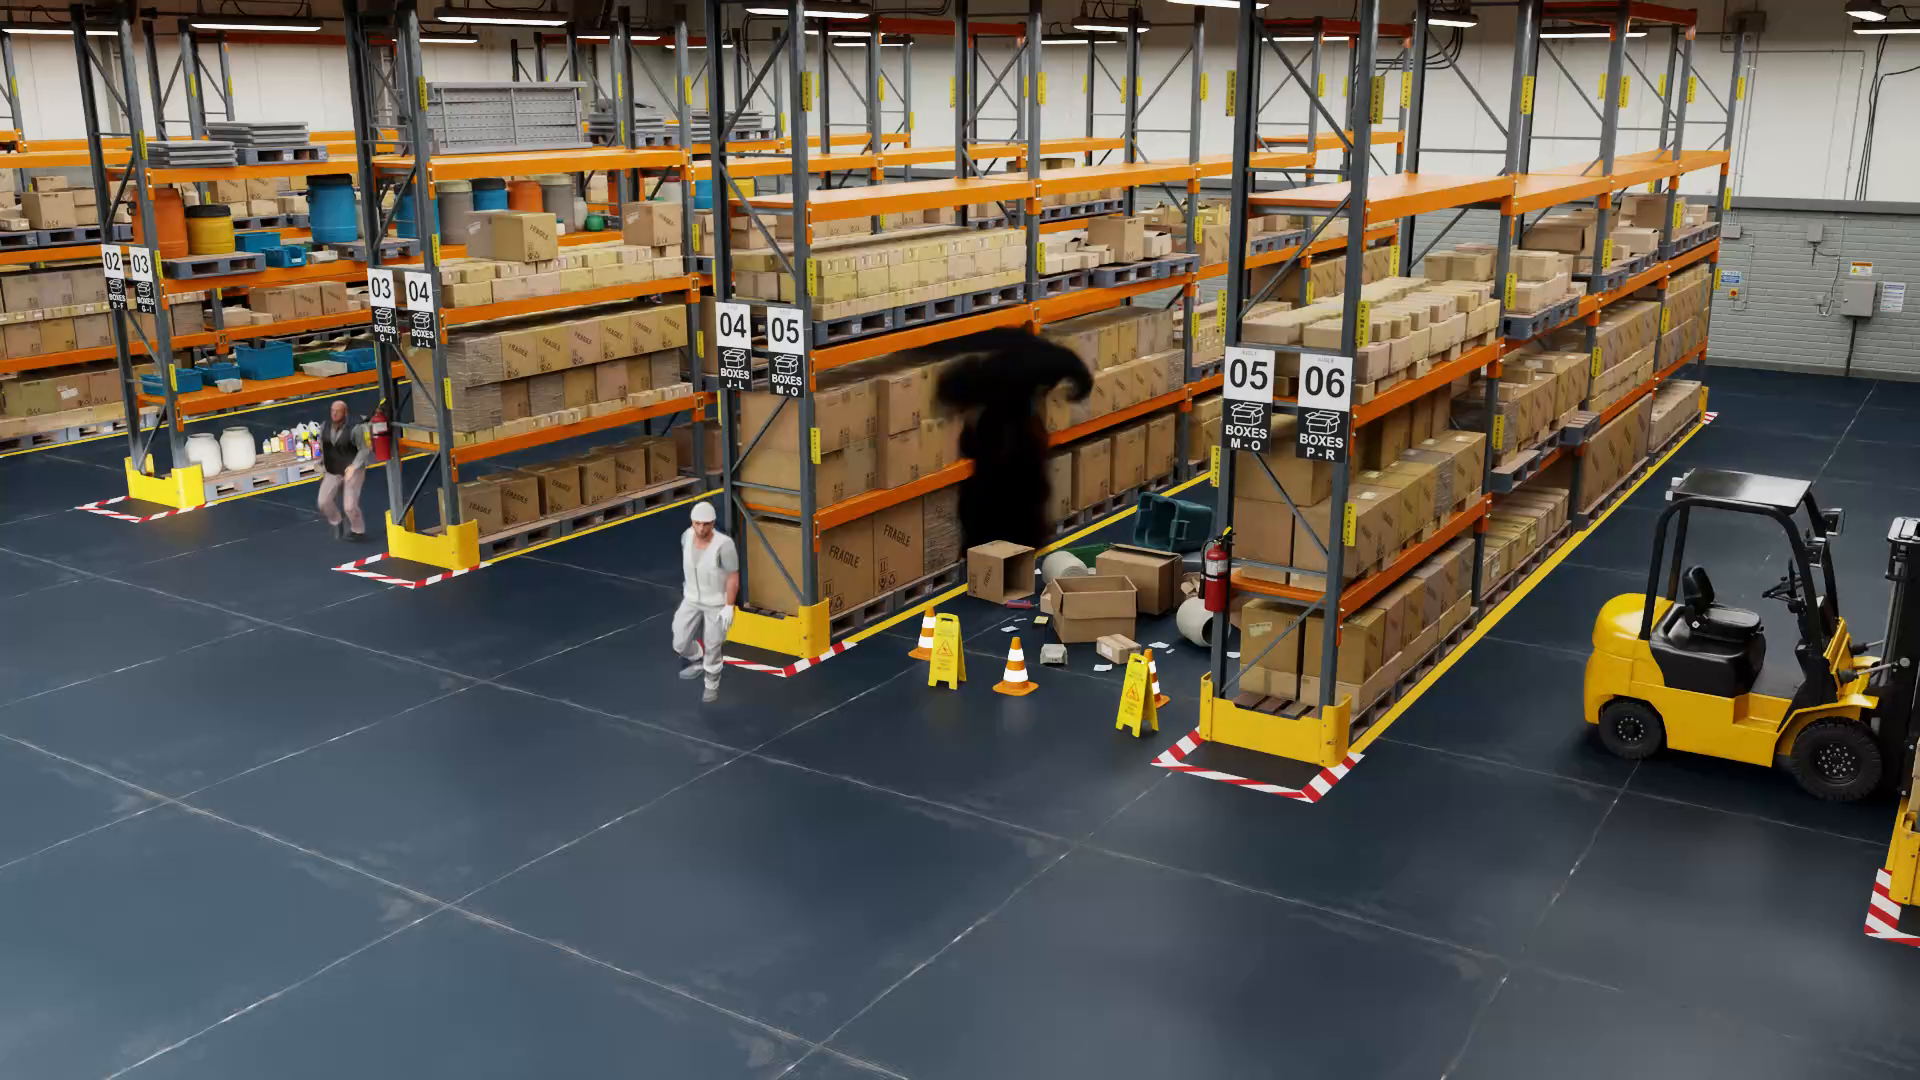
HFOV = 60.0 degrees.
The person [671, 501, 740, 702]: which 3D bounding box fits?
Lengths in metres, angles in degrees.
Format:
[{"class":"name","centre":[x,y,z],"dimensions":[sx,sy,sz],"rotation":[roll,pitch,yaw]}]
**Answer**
[{"class":"person","centre":[-2.069,0.494,13.538],"dimensions":[0.692,1.750,0.621],"rotation":[5,16,17]}]

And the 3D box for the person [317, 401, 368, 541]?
[{"class":"person","centre":[-7.013,-0.769,18.884],"dimensions":[0.650,1.656,0.656],"rotation":[2,16,7]}]

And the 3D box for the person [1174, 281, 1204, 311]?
[{"class":"person","centre":[4.261,-4.165,30.855],"dimensions":[0.667,1.807,0.922],"rotation":[-6,17,-21]}]
